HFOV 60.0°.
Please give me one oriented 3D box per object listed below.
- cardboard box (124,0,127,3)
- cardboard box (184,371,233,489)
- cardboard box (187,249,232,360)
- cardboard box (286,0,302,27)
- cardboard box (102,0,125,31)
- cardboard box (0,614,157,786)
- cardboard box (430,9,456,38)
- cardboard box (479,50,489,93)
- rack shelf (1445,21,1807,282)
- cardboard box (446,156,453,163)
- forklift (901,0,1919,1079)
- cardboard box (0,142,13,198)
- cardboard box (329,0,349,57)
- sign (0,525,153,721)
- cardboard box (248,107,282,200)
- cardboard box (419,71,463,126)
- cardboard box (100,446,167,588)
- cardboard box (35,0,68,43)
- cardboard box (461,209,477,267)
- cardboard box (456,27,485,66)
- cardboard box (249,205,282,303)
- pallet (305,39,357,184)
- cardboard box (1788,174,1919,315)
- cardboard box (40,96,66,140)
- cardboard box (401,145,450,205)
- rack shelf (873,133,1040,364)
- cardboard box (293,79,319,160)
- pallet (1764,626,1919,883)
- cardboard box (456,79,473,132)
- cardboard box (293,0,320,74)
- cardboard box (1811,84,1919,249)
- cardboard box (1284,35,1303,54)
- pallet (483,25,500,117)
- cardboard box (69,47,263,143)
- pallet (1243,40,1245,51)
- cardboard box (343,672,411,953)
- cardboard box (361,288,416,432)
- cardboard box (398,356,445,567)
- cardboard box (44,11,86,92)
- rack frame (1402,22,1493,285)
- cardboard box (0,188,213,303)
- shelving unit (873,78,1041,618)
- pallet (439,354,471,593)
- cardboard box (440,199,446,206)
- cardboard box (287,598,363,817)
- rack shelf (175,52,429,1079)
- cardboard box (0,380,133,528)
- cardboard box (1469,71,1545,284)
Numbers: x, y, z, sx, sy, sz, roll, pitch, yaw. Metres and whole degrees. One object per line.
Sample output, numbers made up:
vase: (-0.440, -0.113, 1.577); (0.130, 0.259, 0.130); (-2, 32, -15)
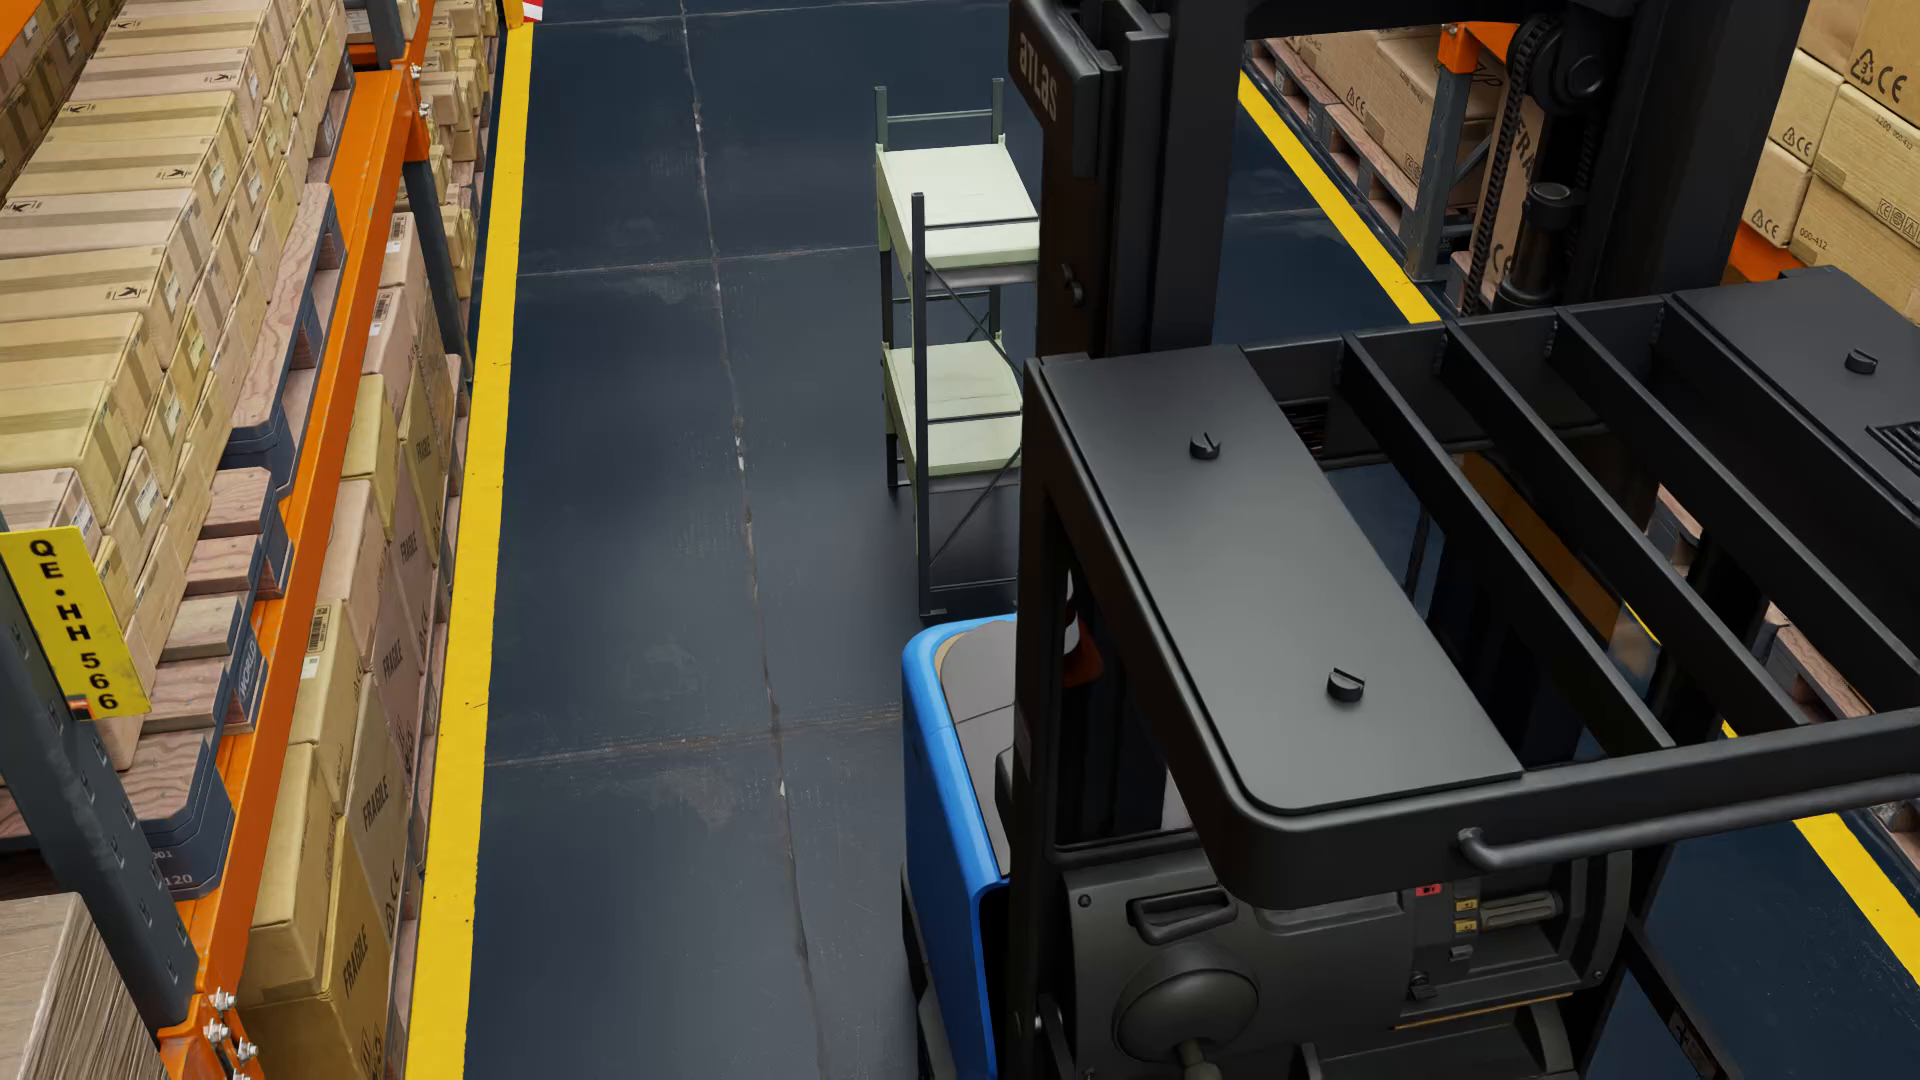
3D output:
cardboard box: (-2.784, -2.200, 5.812); (0.500, 0.500, 0.500); (-6, 38, -8)
cardboard box: (-1.743, -0.211, 3.439); (0.380, 0.149, 0.250); (-5, 38, -6)
cardboard box: (-1.794, -0.490, 3.555); (0.380, 0.149, 0.250); (-6, 38, -8)
cardboard box: (-2.067, -1.542, 4.668); (0.380, 0.149, 0.250); (-7, 38, -9)
cardboard box: (-2.805, -1.560, 5.176); (0.380, 0.149, 0.250); (-8, 39, -10)
cardboard box: (-1.600, 0.277, 2.811); (0.380, 0.149, 0.250); (-7, 38, -9)
cardboard box: (-2.600, -2.388, 7.875); (0.380, 0.149, 0.250); (-7, 38, -9)
cardboard box: (-2.556, -2.333, 8.290); (0.380, 0.149, 0.250); (-8, 39, -10)
rack shelf: (2.785, -0.882, 5.027); (1.077, 0.370, 4.000); (-6, 38, -8)
cardboard box: (-2.485, -1.687, 7.458); (0.380, 0.149, 0.250); (-8, 39, -10)
forklift: (0.670, 0.707, 2.450); (1.130, 2.935, 3.031); (-8, 39, -10)
cardboard box: (-2.570, -0.886, 4.065); (0.380, 0.149, 0.250); (-7, 38, -9)
cardboard box: (-2.157, -1.629, 5.264); (0.380, 0.149, 0.250); (-7, 38, -9)
sign: (-1.174, 0.116, 2.212); (0.100, 0.325, 0.005); (-6, 38, -8)
cardboard box: (-1.922, -0.950, 4.148); (0.380, 0.149, 0.250); (-6, 38, -8)
cardboard box: (-2.393, -1.924, 7.278); (0.380, 0.149, 0.250); (-5, 38, -7)
cardboard box: (-1.657, -0.026, 2.959); (0.380, 0.149, 0.250); (-4, 38, -6)
cardboard box: (-2.708, -1.472, 4.577); (0.380, 0.149, 0.250); (-6, 38, -8)
cardboard box: (-2.215, -1.236, 6.877); (0.380, 0.149, 0.250); (-5, 38, -7)
cardboard box: (-2.553, -2.441, 8.186); (0.380, 0.149, 0.250); (-6, 38, -7)
cardboard box: (-1.878, -0.681, 4.044); (0.380, 0.149, 0.250); (-7, 38, -9)
pallet: (-2.430, -1.228, 5.042); (1.003, 0.211, 1.213); (-6, 38, -8)
cardboard box: (2.614, -0.789, 4.443); (0.500, 0.250, 0.500); (-7, 38, -8)
cardboard box: (-2.668, -1.090, 4.571); (0.380, 0.149, 0.250); (-6, 38, -7)
cardboard box: (-2.268, -1.459, 6.679); (0.380, 0.149, 0.250); (-4, 38, -6)
rack shelf: (0.001, -0.896, 5.045); (0.431, 0.370, 0.720); (-6, 38, -8)
cardboard box: (-2.025, -1.170, 4.673); (0.380, 0.149, 0.250); (-8, 39, -10)
pallet: (3.072, 0.659, 4.730); (1.003, 0.211, 1.213); (-6, 38, -8)
cardboard box: (-2.432, -1.969, 7.579); (0.380, 0.149, 0.250); (-7, 38, -8)
cardboard box: (-2.069, -1.437, 4.774); (0.380, 0.149, 0.250); (-5, 38, -6)
cardboard box: (2.597, -0.978, 4.279); (0.500, 0.250, 0.500); (-7, 38, -9)
cardboard box: (2.116, -3.005, 8.919); (0.875, 0.438, 0.875); (-5, 38, -7)
pallet: (-3.002, -2.555, 8.867); (1.003, 0.211, 1.213); (-6, 38, -8)
cardboard box: (-1.931, -1.074, 4.064); (0.380, 0.149, 0.250); (-8, 39, -10)
pallet: (1.950, -3.214, 9.716); (1.003, 0.211, 1.213); (-6, 38, -8)
cardboard box: (-1.684, 0.699, 4.101); (0.500, 0.500, 0.500); (-6, 38, -7)
cardboard box: (-1.965, -0.521, 5.060); (0.500, 0.250, 0.500); (-5, 38, -6)
cardboard box: (-1.954, -0.230, 5.296); (0.500, 0.500, 0.500); (-7, 38, -9)
cardboard box: (-2.712, -1.365, 4.682); (0.380, 0.149, 0.250); (-5, 38, -7)
rack frame: (2.434, -2.374, 6.361); (1.000, 3.000, 0.127); (-6, 38, -8)
cardboard box: (-1.794, -0.600, 3.455); (0.380, 0.149, 0.250); (-5, 38, -6)
shelving unit: (0.001, -0.588, 5.285); (0.431, 1.500, 0.755); (-6, 38, -8)
pallet: (-2.283, -0.210, 5.848); (1.003, 0.211, 1.213); (-6, 38, -8)
cardboard box: (-2.302, -1.335, 6.762); (0.380, 0.149, 0.250); (-6, 38, -8)
cardboard box: (-1.691, 0.412, 3.859); (0.500, 0.250, 0.500); (-7, 38, -9)
rack shelf: (-2.071, -0.289, 4.263); (1.077, 0.370, 4.000); (-6, 38, -8)
cardboard box: (-1.660, -0.128, 2.848); (0.380, 0.149, 0.250); (-7, 38, -9)
cardboard box: (2.622, -1.335, 6.413); (0.875, 0.875, 0.875); (-5, 38, -7)
